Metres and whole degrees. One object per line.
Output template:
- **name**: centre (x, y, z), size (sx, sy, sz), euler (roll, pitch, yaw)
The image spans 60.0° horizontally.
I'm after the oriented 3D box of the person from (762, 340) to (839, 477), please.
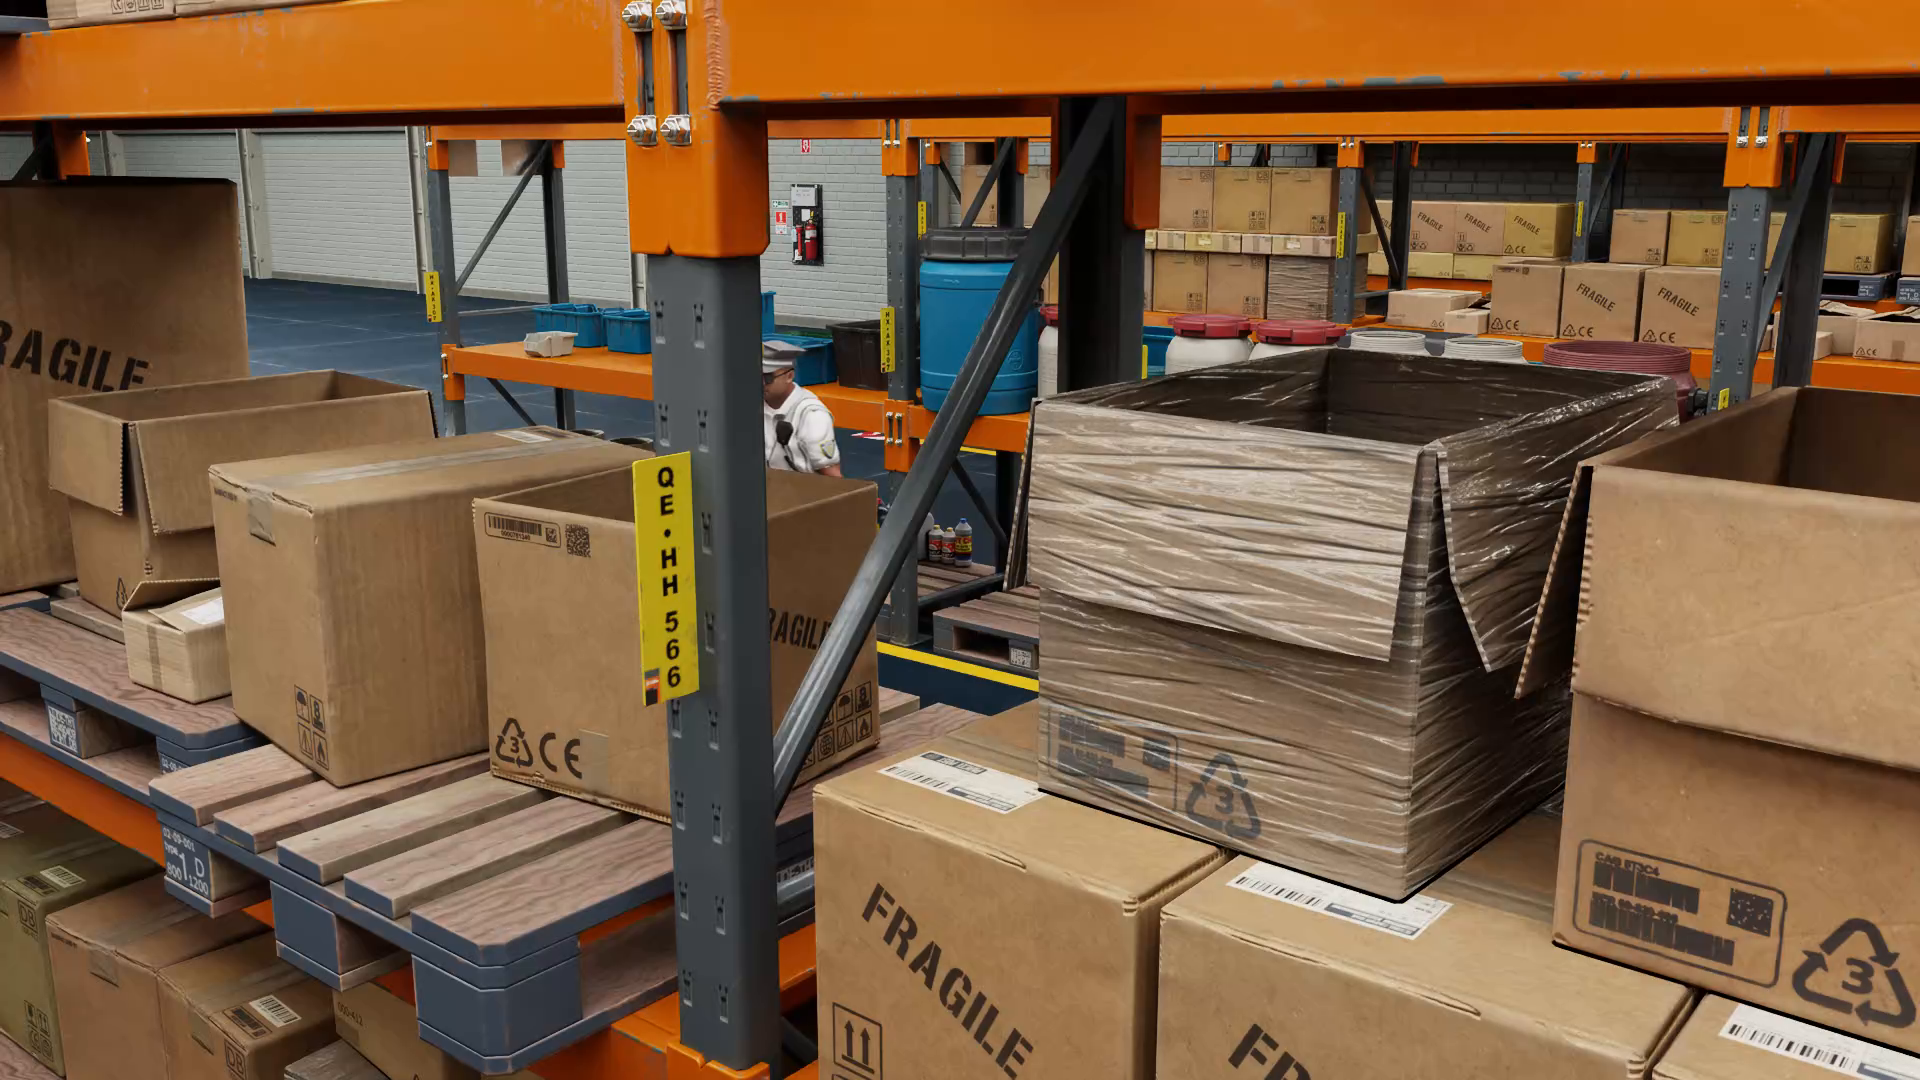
- **person**: centre (-0.805, -0.065, 7.749), size (0.585, 1.747, 0.439), euler (10, 17, 38)
